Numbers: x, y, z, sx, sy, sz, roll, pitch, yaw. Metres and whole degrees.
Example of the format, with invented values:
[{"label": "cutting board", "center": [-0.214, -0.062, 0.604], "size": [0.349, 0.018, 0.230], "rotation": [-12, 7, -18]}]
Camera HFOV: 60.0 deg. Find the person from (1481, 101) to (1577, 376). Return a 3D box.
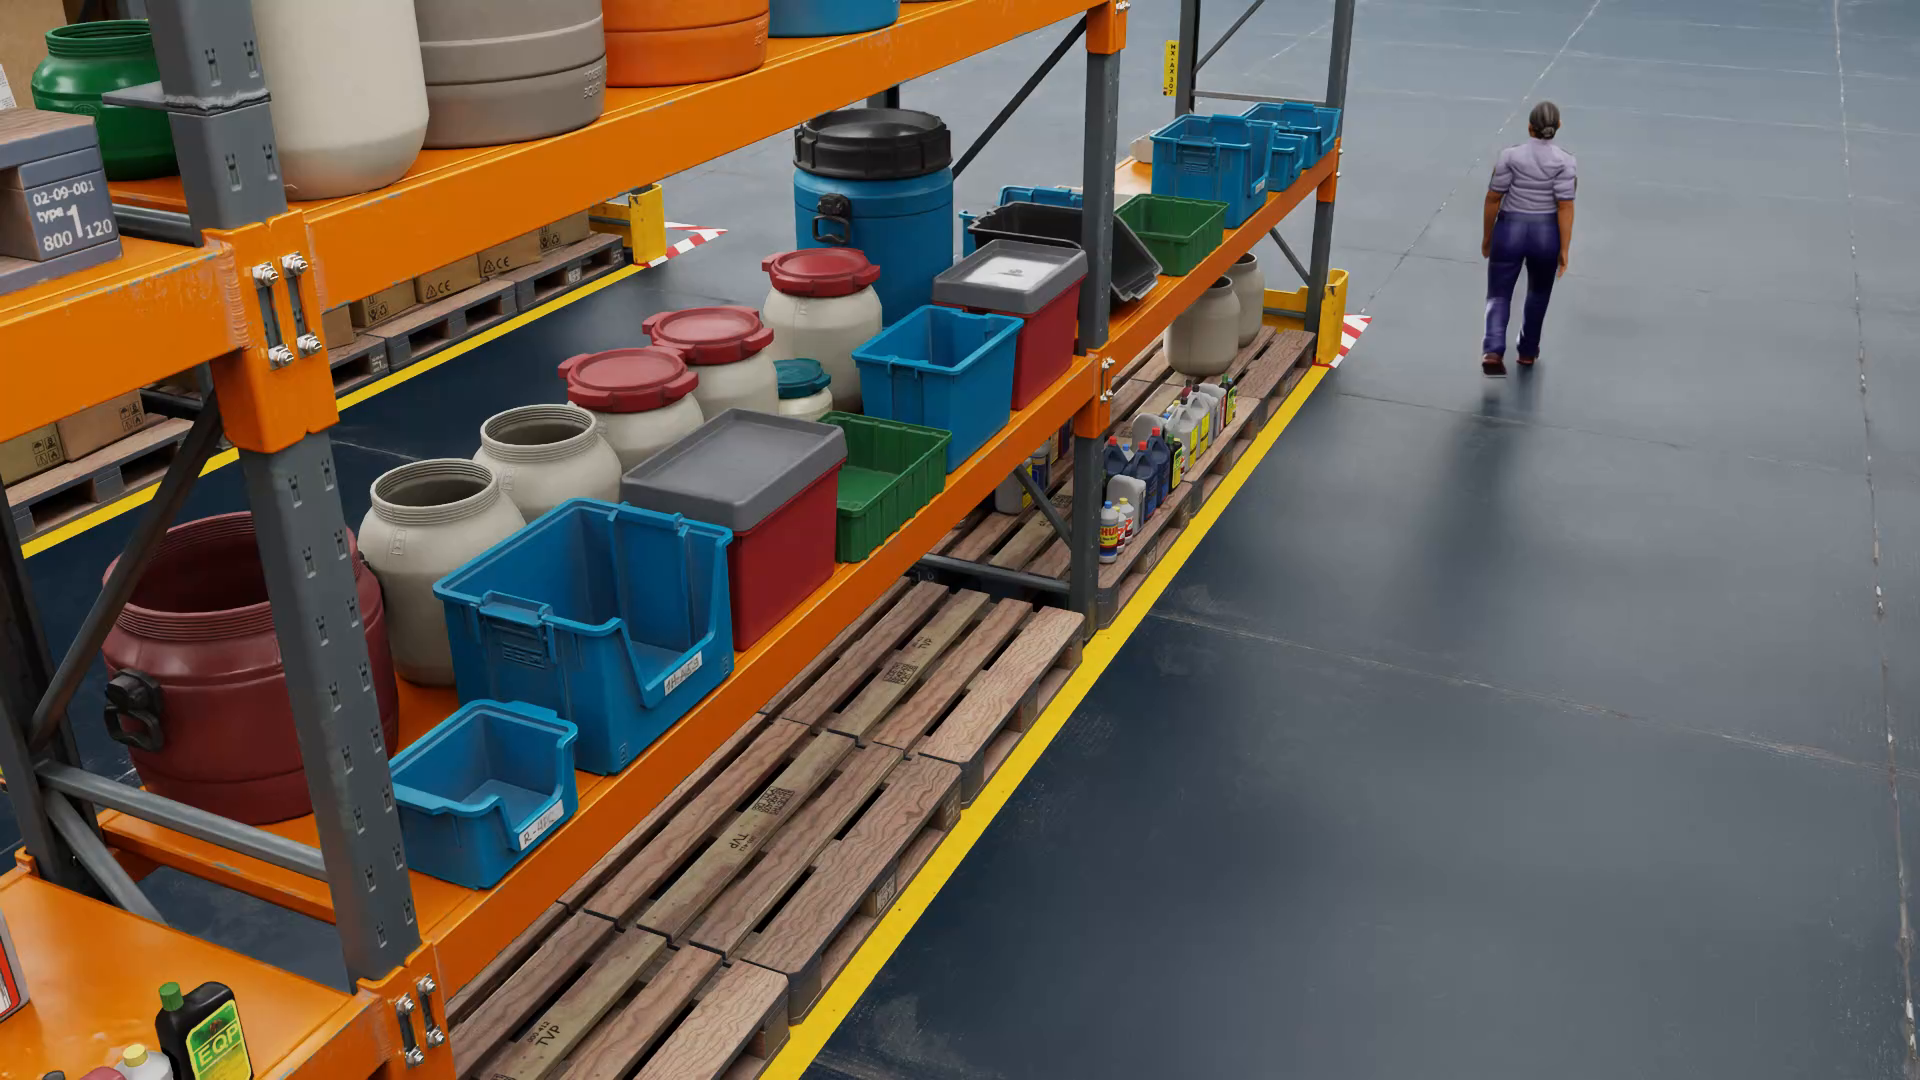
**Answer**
[{"label": "person", "center": [3.279, -1.737, 9.654], "size": [0.504, 1.600, 0.872], "rotation": [9, 28, 18]}]
